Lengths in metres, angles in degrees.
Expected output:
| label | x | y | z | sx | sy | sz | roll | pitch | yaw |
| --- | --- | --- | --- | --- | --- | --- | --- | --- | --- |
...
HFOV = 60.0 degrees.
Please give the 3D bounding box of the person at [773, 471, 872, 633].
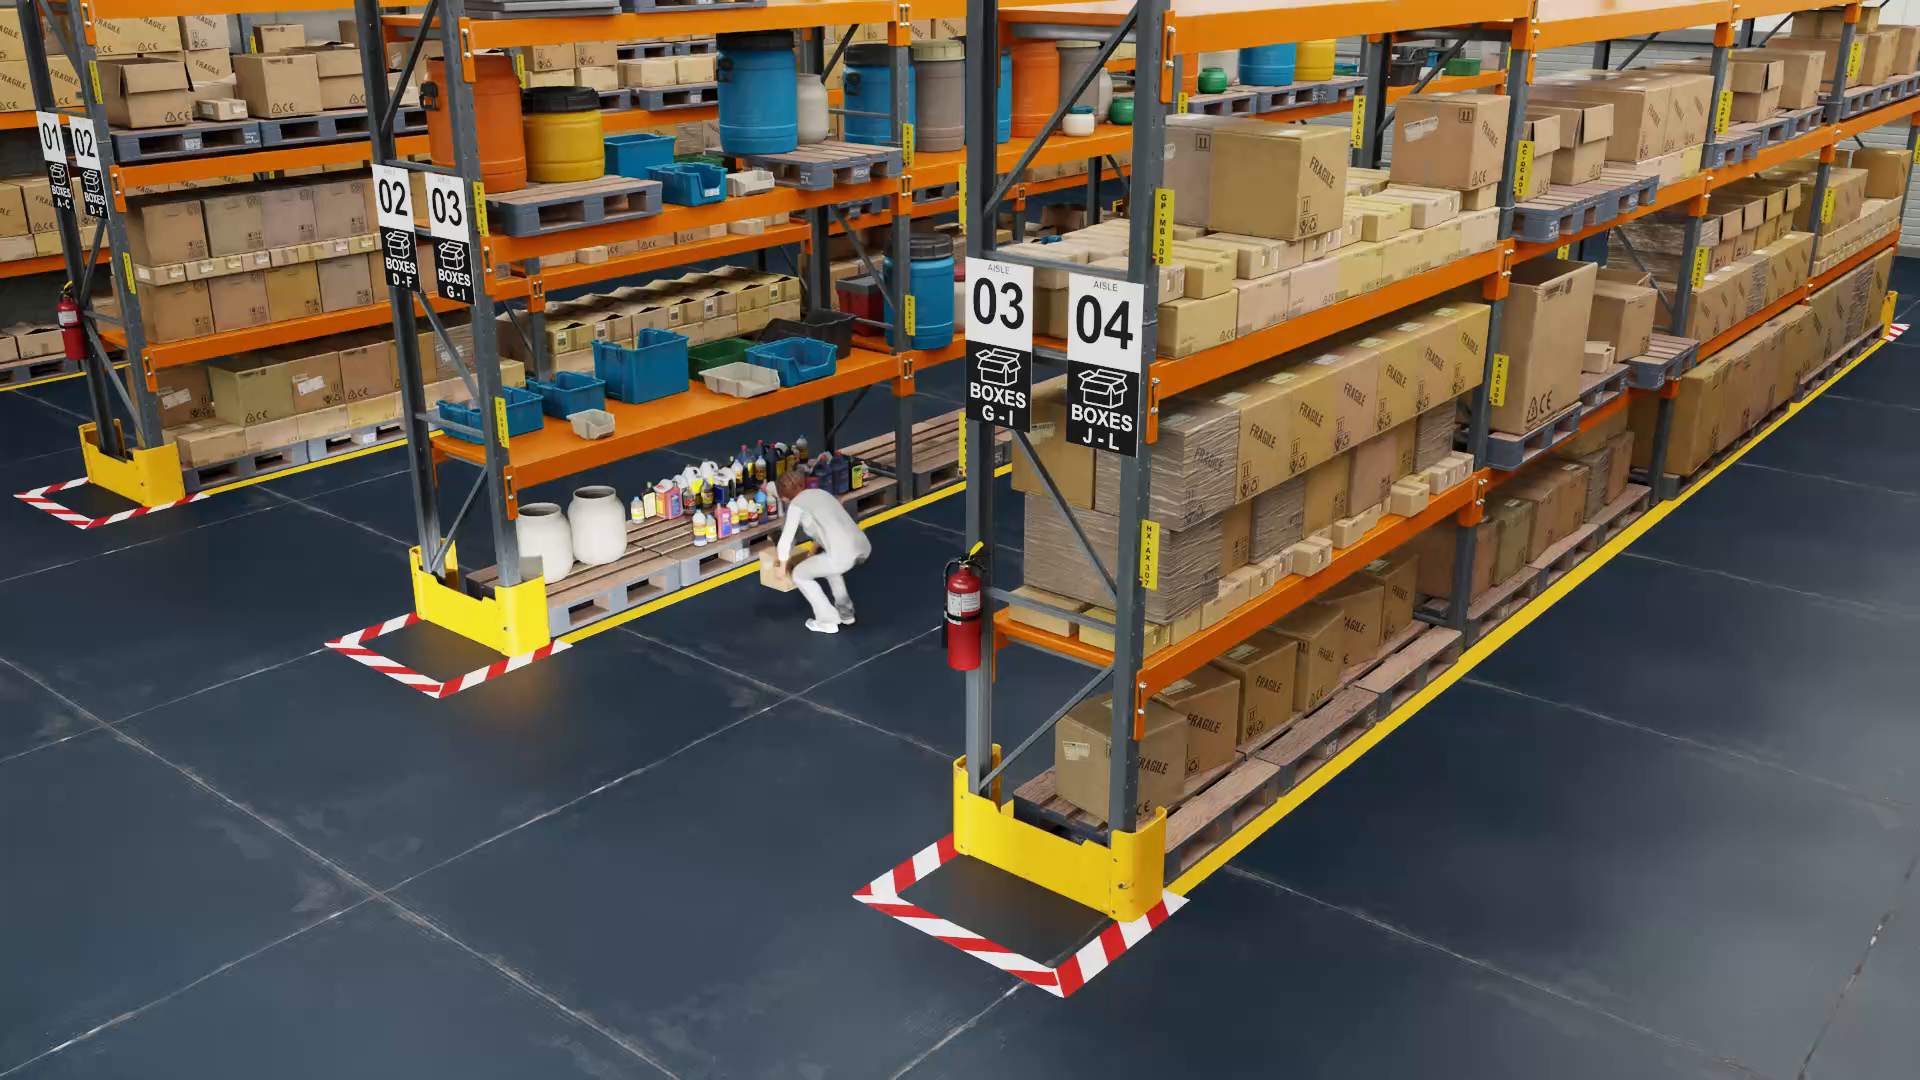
| label | x | y | z | sx | sy | sz | roll | pitch | yaw |
| --- | --- | --- | --- | --- | --- | --- | --- | --- | --- |
| person | -0.971 | 0.098 | 11.583 | 0.745 | 1.072 | 0.459 | 16 | 26 | 36 |
